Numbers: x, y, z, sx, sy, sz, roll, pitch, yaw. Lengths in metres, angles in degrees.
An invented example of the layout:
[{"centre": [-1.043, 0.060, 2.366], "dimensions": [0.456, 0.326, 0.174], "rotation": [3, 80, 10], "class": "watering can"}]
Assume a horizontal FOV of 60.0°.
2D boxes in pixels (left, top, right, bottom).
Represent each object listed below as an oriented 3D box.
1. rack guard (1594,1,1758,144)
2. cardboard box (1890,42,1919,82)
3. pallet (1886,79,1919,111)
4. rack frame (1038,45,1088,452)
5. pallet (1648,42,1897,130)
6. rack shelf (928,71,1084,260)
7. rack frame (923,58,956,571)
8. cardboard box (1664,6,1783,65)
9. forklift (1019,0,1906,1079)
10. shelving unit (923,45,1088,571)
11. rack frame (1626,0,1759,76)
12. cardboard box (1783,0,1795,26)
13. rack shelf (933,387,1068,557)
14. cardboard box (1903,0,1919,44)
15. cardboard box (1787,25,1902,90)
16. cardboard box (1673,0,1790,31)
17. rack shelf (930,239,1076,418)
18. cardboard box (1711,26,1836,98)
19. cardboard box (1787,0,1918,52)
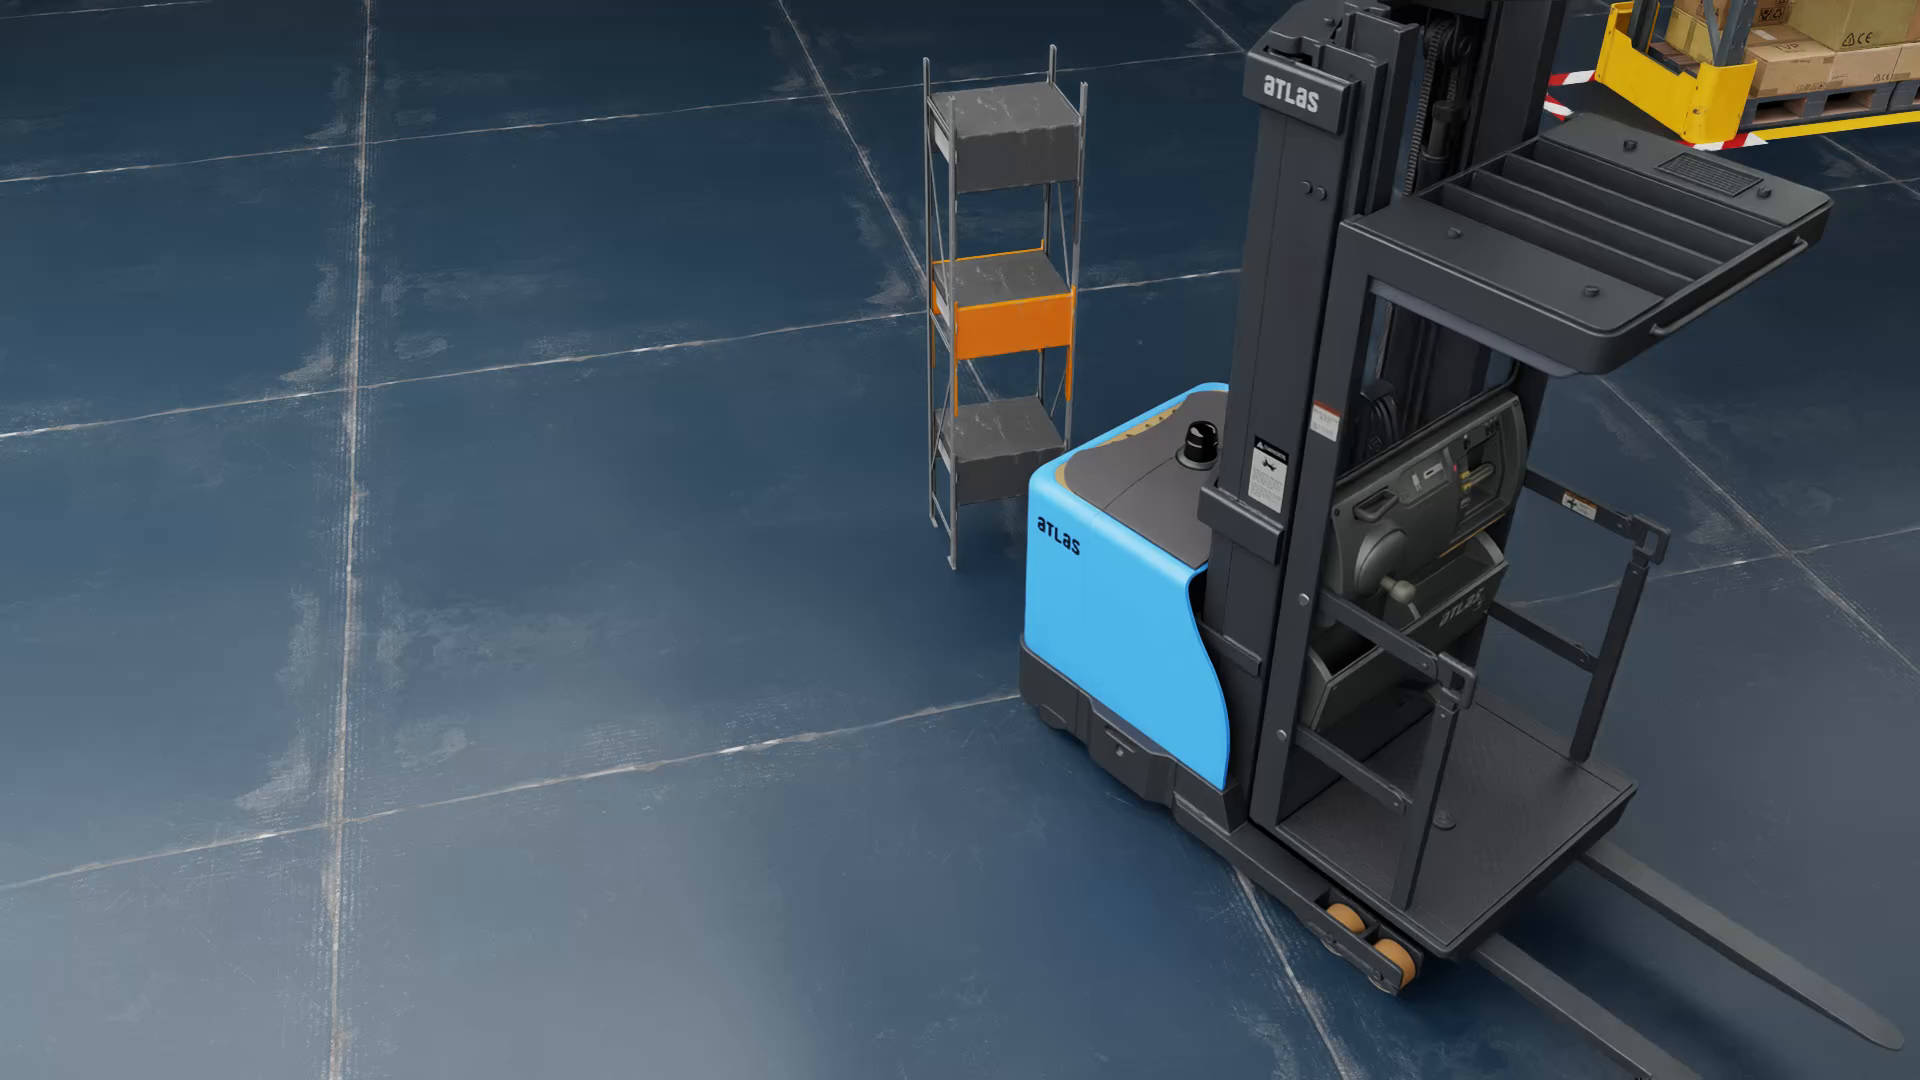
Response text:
[{"centre": [4.643, -3.065, 10.845], "dimensions": [0.348, 0.500, 1.175], "rotation": [-9, 38, -12], "class": "rack guard"}, {"centre": [6.207, -3.251, 10.948], "dimensions": [0.500, 0.250, 0.500], "rotation": [-9, 38, -12], "class": "cardboard box"}, {"centre": [6.569, -3.291, 11.378], "dimensions": [1.213, 0.211, 1.003], "rotation": [-9, 38, -12], "class": "pallet"}, {"centre": [0.395, -0.899, 6.697], "dimensions": [0.015, 2.100, 0.400], "rotation": [-9, 38, -12], "class": "rack frame"}, {"centre": [5.394, -3.099, 11.128], "dimensions": [1.213, 0.211, 1.003], "rotation": [-9, 38, -12], "class": "pallet"}, {"centre": [0.160, -1.405, 6.229], "dimensions": [0.480, 0.518, 0.431], "rotation": [-9, 38, -12], "class": "rack shelf"}, {"centre": [-0.076, -0.822, 6.596], "dimensions": [0.015, 2.100, 0.400], "rotation": [-9, 38, -12], "class": "rack frame"}, {"centre": [5.107, -3.394, 11.136], "dimensions": [0.500, 0.250, 0.500], "rotation": [-9, 38, -12], "class": "cardboard box"}, {"centre": [1.569, -0.063, 4.920], "dimensions": [1.130, 2.935, 3.031], "rotation": [-28, 45, -31], "class": "forklift"}, {"centre": [0.160, -0.860, 6.646], "dimensions": [0.503, 2.100, 0.431], "rotation": [-9, 38, -12], "class": "shelving unit"}, {"centre": [4.666, -4.061, 10.090], "dimensions": [0.127, 3.000, 1.000], "rotation": [-9, 38, -12], "class": "rack frame"}, {"centre": [5.587, -3.480, 11.248], "dimensions": [0.500, 0.250, 0.500], "rotation": [-9, 38, -12], "class": "cardboard box"}, {"centre": [0.160, -0.293, 7.080], "dimensions": [0.480, 0.518, 0.431], "rotation": [-9, 38, -12], "class": "rack shelf"}, {"centre": [6.204, -3.555, 10.729], "dimensions": [0.500, 0.500, 0.500], "rotation": [-9, 38, -12], "class": "cardboard box"}, {"centre": [5.724, -3.172, 10.845], "dimensions": [0.500, 0.250, 0.500], "rotation": [-9, 38, -12], "class": "cardboard box"}, {"centre": [5.107, -3.693, 10.910], "dimensions": [0.500, 0.500, 0.500], "rotation": [-9, 38, -12], "class": "cardboard box"}, {"centre": [0.160, -0.849, 6.655], "dimensions": [0.480, 0.518, 0.431], "rotation": [-9, 38, -12], "class": "rack shelf"}, {"centre": [5.242, -3.090, 10.739], "dimensions": [0.500, 0.250, 0.500], "rotation": [-9, 38, -12], "class": "cardboard box"}, {"centre": [5.724, -3.469, 10.616], "dimensions": [0.500, 0.500, 0.500], "rotation": [-9, 38, -12], "class": "cardboard box"}]
